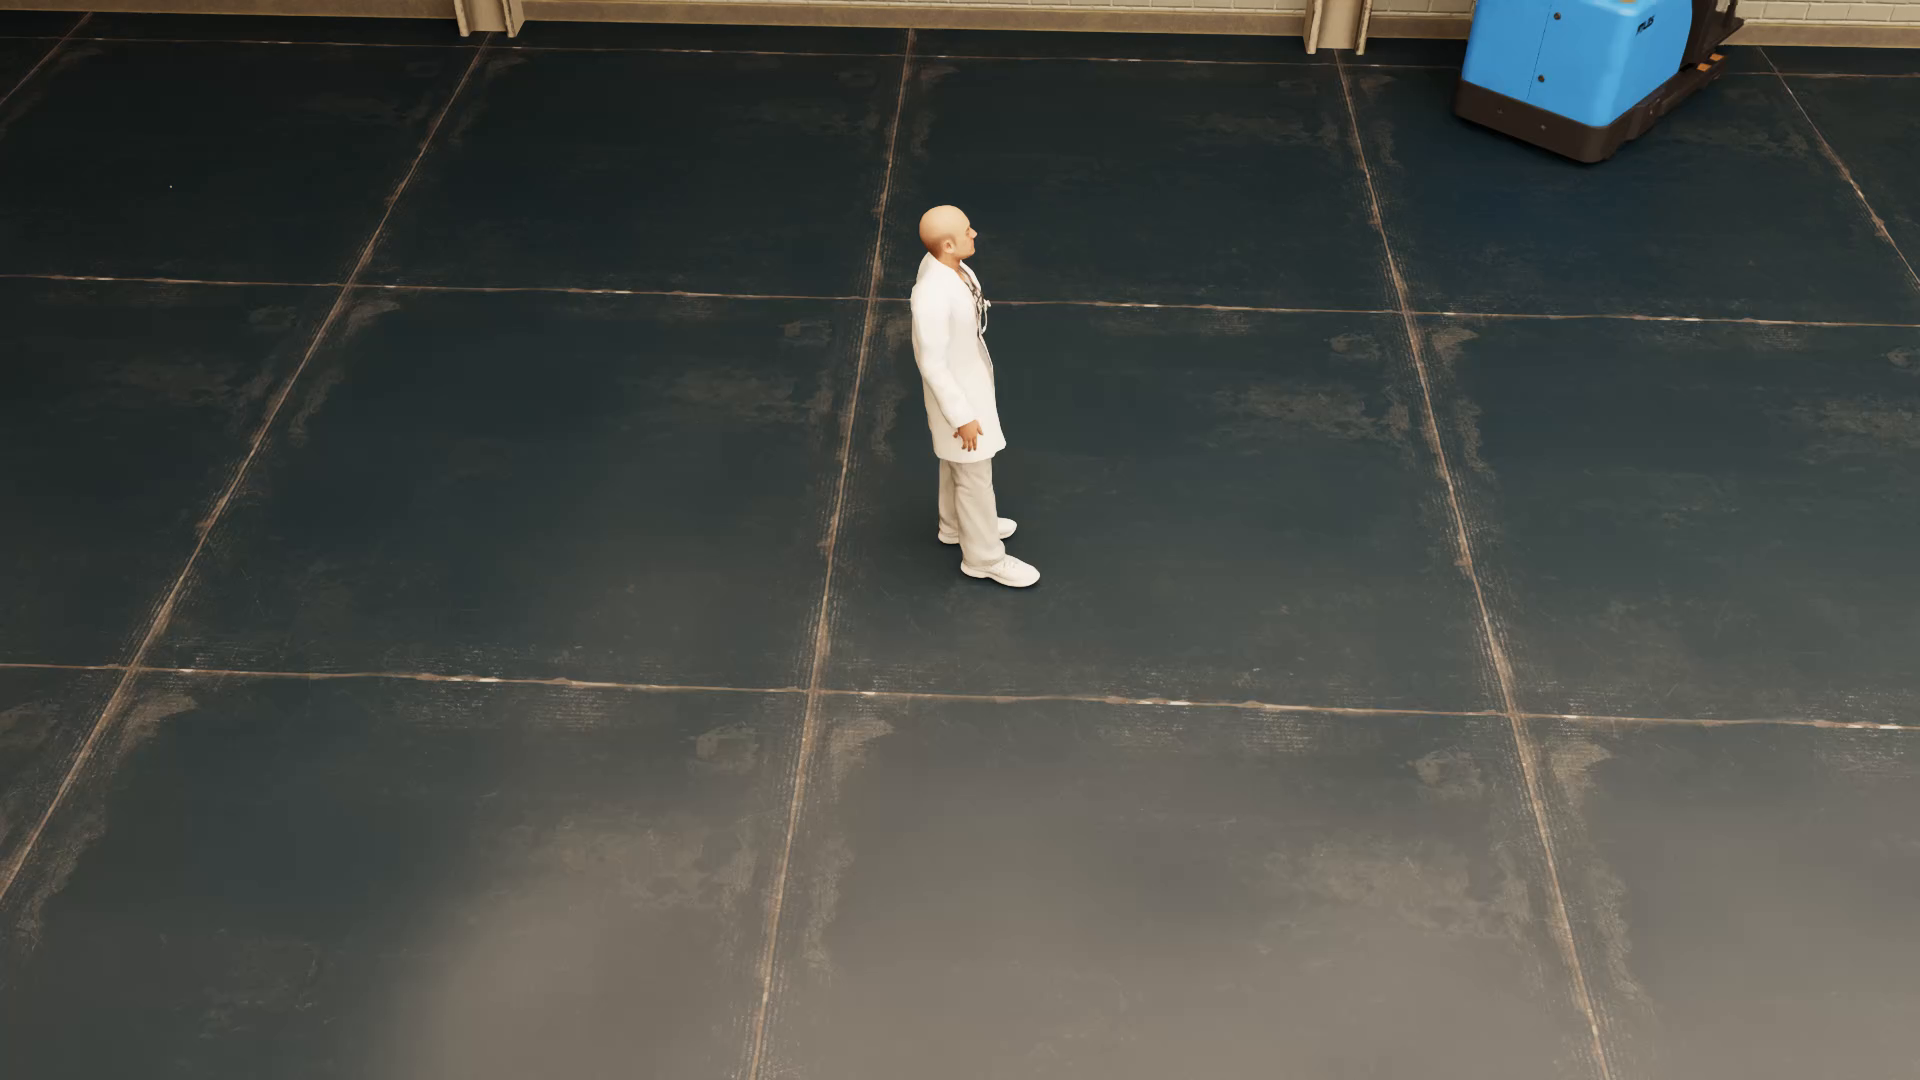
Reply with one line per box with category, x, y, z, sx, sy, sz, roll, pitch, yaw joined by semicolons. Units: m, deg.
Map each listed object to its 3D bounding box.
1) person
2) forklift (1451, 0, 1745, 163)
person;0.090;-0.656;7.305;0.581;1.776;0.696;2;42;2
forklift;4.587;-4.346;10.503;1.130;2.935;3.031;32;51;30
